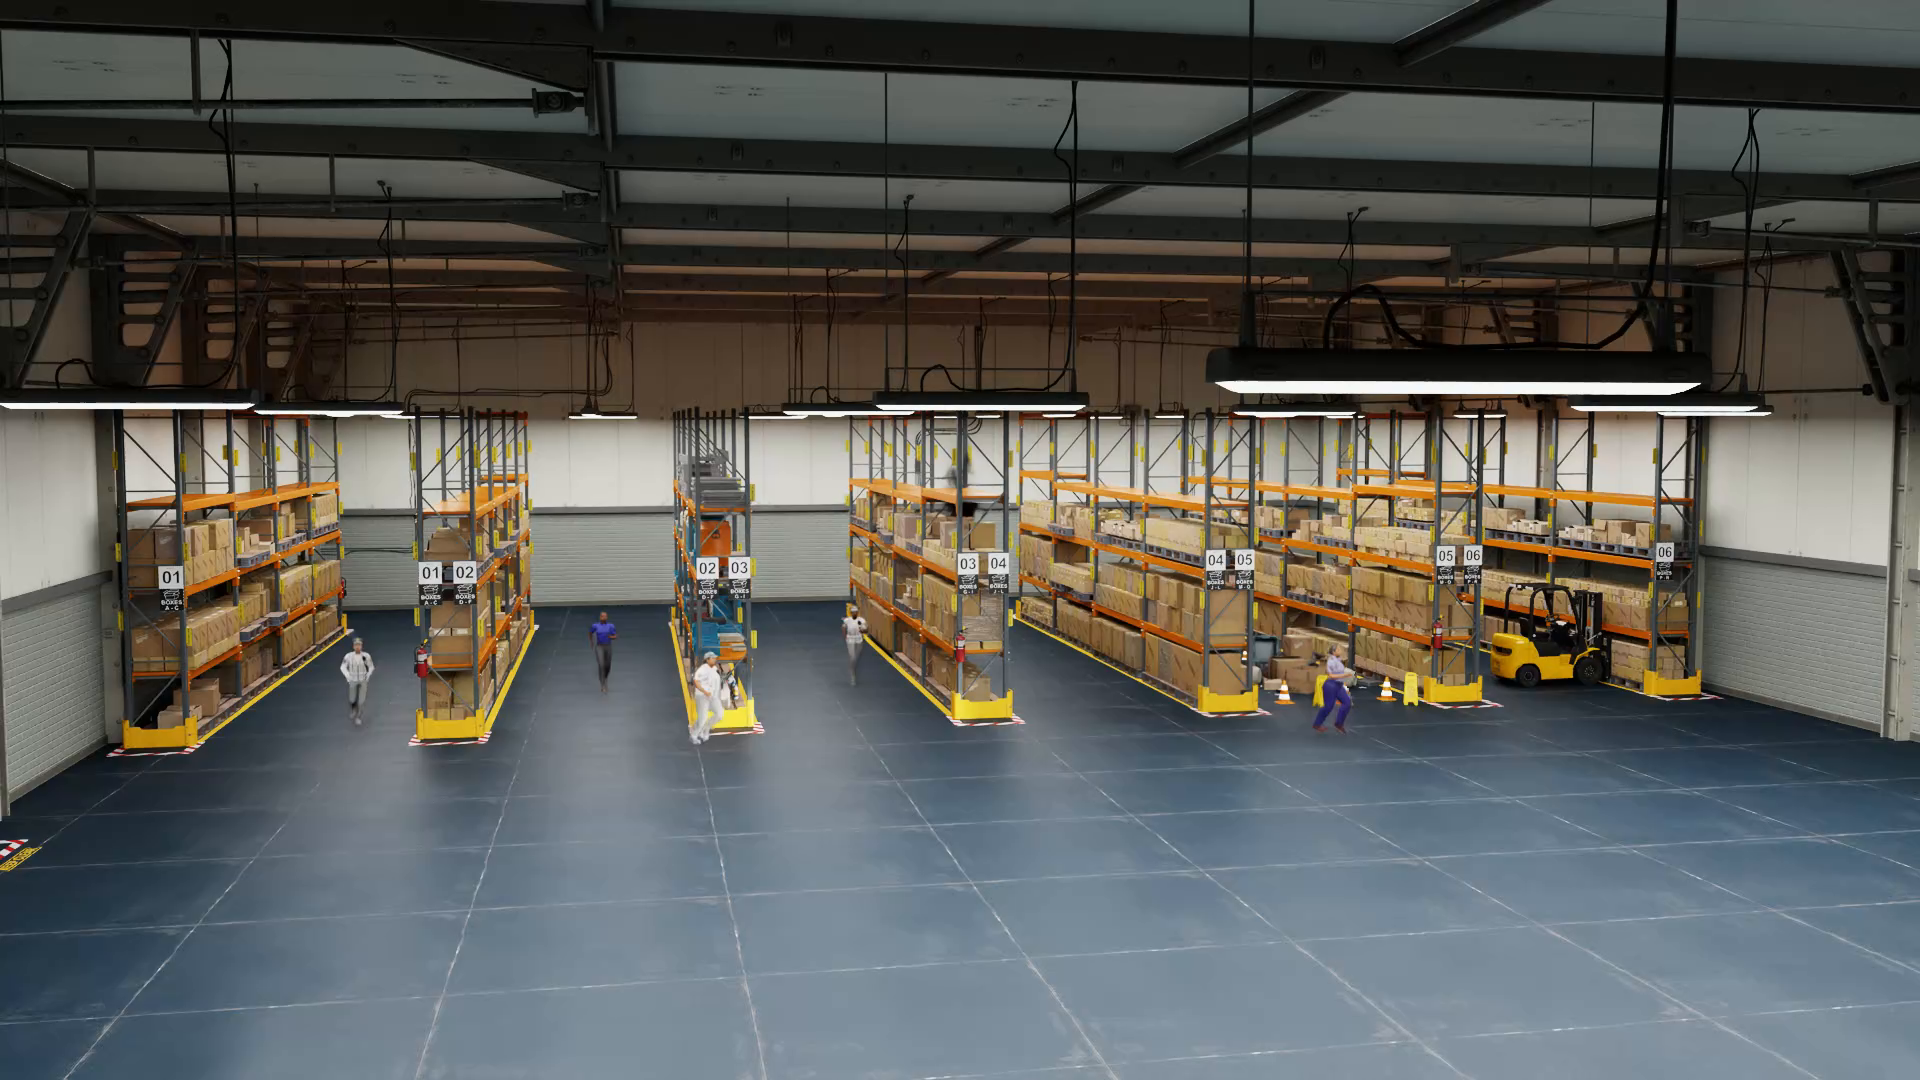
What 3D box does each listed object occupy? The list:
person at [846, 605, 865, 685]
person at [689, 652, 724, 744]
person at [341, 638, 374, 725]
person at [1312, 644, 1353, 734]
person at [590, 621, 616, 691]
[{"bbox_3d":[-2.304,2.296,36.493,0.411,1.763,0.756,-1,4,-13],"label":"person"},{"bbox_3d":[-4.476,2.808,29.707,0.567,1.596,0.647,3,5,36],"label":"person"},{"bbox_3d":[-11.372,2.662,31.415,0.599,1.652,0.539,-2,4,-21],"label":"person"},{"bbox_3d":[6.864,2.747,30.491,0.759,1.687,0.554,3,5,35],"label":"person"},{"bbox_3d":[-7.617,2.450,35.577,0.531,1.445,0.935,-2,4,-23],"label":"person"}]
